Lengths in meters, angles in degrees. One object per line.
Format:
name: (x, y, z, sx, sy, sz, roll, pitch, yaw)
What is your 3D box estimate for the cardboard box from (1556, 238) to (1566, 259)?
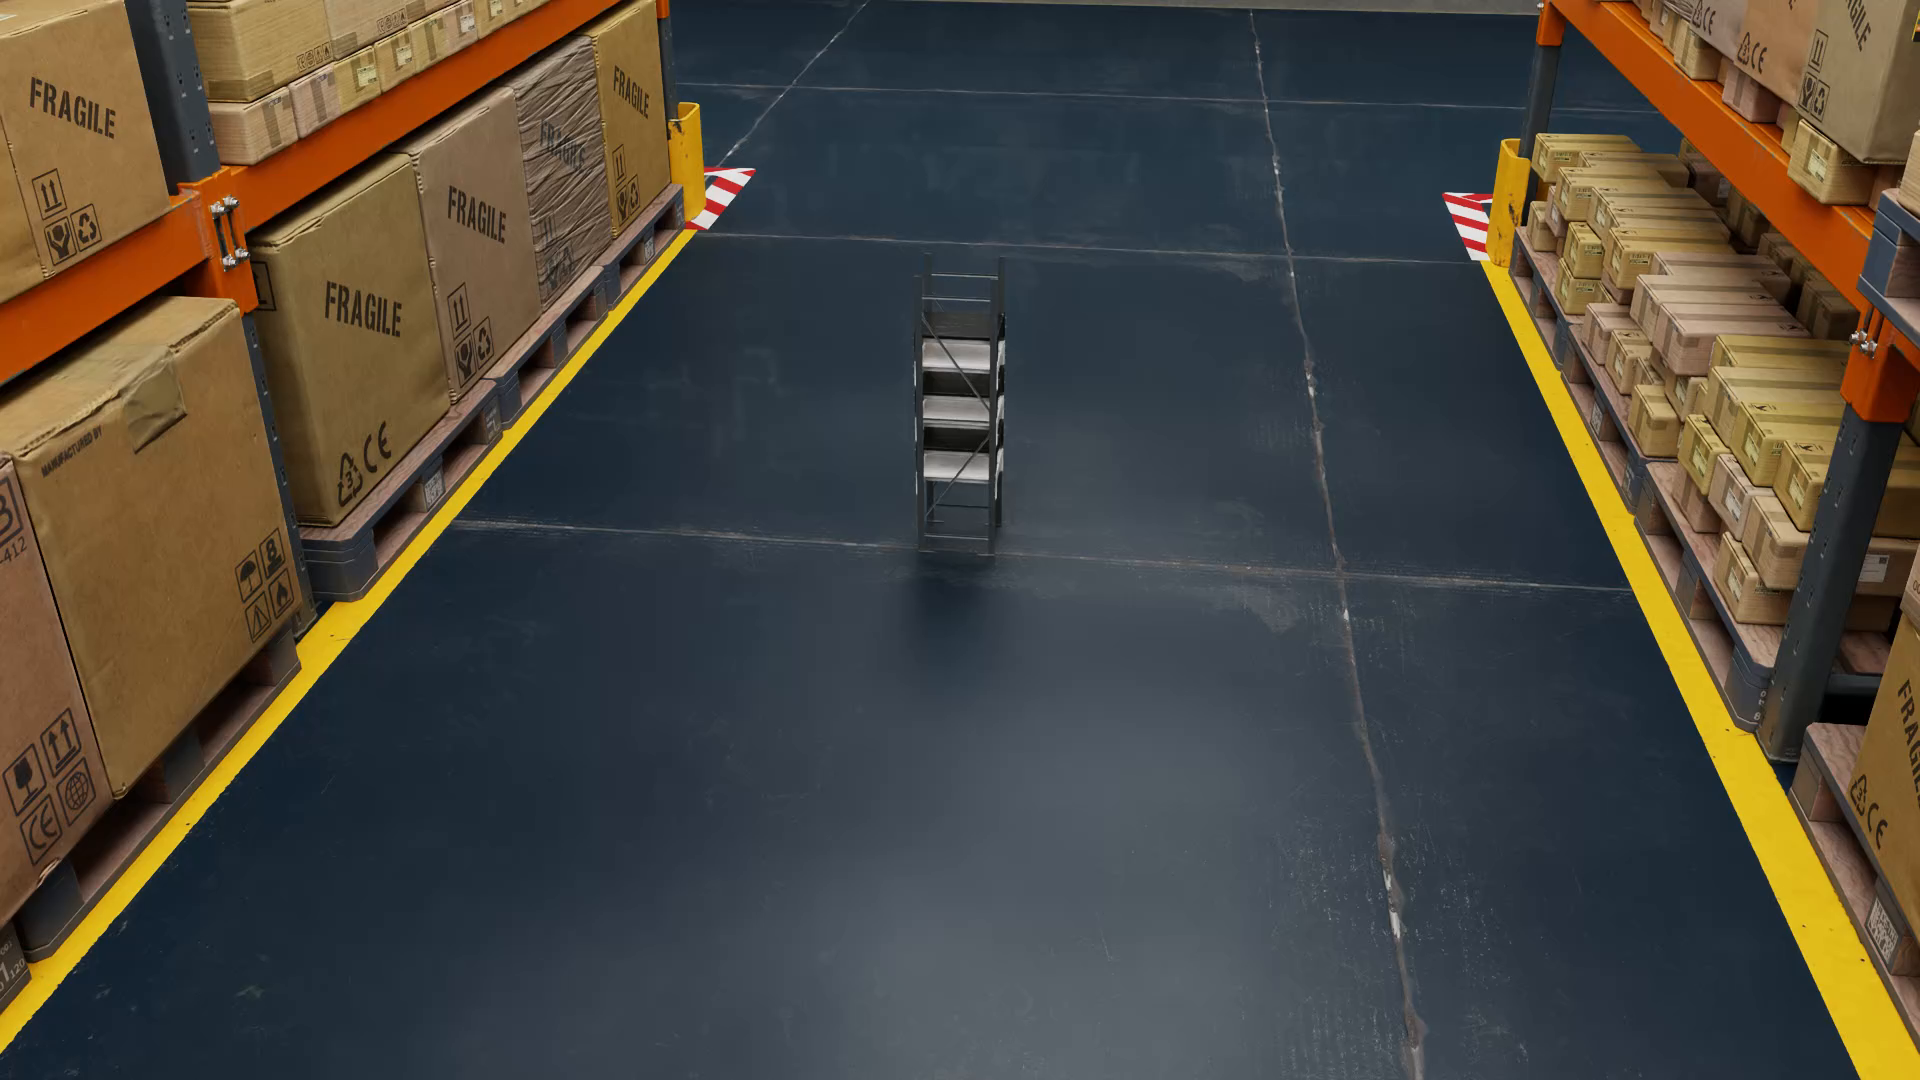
cardboard box: (2.703, -1.212, 6.901, 0.380, 0.149, 0.250, 3, 28, 6)

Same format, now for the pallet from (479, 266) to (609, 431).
pallet: (-2.047, -0.793, 6.499, 1.003, 0.211, 1.213, 3, 28, 6)

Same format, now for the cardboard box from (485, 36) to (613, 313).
cardboard box: (-1.985, -1.489, 6.650, 0.875, 0.875, 0.875, 3, 28, 6)

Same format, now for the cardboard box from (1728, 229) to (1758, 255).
cardboard box: (3.057, -1.069, 6.321, 0.380, 0.149, 0.250, 3, 28, 6)

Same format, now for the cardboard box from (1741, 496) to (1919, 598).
cardboard box: (2.269, 0.017, 4.305, 0.380, 0.149, 0.250, 4, 29, 7)

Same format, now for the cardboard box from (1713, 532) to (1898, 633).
cardboard box: (2.256, 0.110, 4.446, 0.380, 0.149, 0.250, 4, 29, 7)

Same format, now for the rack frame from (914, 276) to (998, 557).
rack frame: (-0.011, -0.352, 4.955, 0.240, 0.900, 0.006, 3, 28, 6)

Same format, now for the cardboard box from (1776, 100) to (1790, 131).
cardboard box: (2.464, -1.160, 4.506, 0.380, 0.149, 0.250, 3, 28, 5)

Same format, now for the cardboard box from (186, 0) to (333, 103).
cardboard box: (-2.047, -1.362, 4.460, 0.500, 0.250, 0.500, 3, 28, 5)

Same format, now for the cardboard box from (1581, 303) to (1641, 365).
cardboard box: (2.486, -0.743, 6.030, 0.380, 0.149, 0.250, 2, 28, 4)

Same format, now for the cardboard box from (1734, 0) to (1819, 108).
cardboard box: (2.389, -1.419, 4.302, 0.500, 0.500, 0.500, 3, 28, 5)

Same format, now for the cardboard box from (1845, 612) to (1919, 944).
cardboard box: (2.192, 0.492, 3.366, 0.500, 0.500, 0.500, 4, 29, 8)

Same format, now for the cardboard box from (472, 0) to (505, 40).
cardboard box: (-1.809, -1.835, 5.757, 0.380, 0.149, 0.250, 3, 28, 5)

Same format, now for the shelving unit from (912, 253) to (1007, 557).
shelving unit: (0.001, -0.400, 5.044, 0.258, 0.900, 0.210, 3, 28, 6)

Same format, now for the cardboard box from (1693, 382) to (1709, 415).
cardboard box: (2.433, -0.351, 4.988, 0.380, 0.149, 0.250, 4, 29, 7)

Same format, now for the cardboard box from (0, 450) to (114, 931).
cardboard box: (-2.532, 0.382, 3.175, 1.225, 0.875, 0.875, 2, 28, 4)

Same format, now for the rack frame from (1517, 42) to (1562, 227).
rack frame: (3.036, -2.638, 6.985, 1.000, 3.000, 0.127, 3, 28, 6)

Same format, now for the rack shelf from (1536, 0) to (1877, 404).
rack shelf: (2.791, -1.380, 5.408, 1.077, 0.370, 4.000, 3, 28, 6)

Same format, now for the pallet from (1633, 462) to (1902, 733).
pallet: (2.593, 0.154, 4.742, 1.003, 0.211, 1.213, 3, 28, 6)

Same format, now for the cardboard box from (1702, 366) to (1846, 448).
cardboard box: (2.346, -0.370, 4.710, 0.380, 0.149, 0.250, 3, 28, 6)

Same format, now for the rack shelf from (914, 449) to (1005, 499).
rack shelf: (0.001, -0.212, 5.145, 0.258, 0.077, 0.200, 3, 28, 6)

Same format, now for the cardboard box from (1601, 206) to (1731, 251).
cardboard box: (2.571, -1.104, 6.072, 0.380, 0.149, 0.250, 4, 29, 8)

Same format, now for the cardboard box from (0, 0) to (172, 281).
cardboard box: (-2.151, -0.899, 3.651, 0.500, 0.500, 0.500, 3, 29, 6)

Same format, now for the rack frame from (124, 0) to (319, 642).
rack frame: (-2.364, -1.091, 4.113, 1.000, 3.000, 0.127, 3, 28, 6)

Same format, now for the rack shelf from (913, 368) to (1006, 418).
rack shelf: (0.001, -0.450, 5.017, 0.258, 0.077, 0.200, 3, 28, 6)

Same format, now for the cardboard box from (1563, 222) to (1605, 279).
cardboard box: (2.546, -1.107, 6.392, 0.380, 0.149, 0.250, 4, 29, 8)

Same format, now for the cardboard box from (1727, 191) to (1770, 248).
cardboard box: (3.134, -1.204, 6.258, 0.380, 0.149, 0.250, 2, 28, 4)

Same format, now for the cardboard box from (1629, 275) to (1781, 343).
cardboard box: (2.418, -0.748, 5.412, 0.380, 0.149, 0.250, 2, 28, 4)

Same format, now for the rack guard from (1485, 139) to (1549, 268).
rack guard: (3.027, -1.502, 7.511, 1.175, 0.500, 0.348, 3, 28, 6)

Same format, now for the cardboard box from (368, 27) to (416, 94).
cardboard box: (-1.904, -1.472, 5.085, 0.380, 0.149, 0.250, 3, 28, 5)

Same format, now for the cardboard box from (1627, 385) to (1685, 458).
cardboard box: (2.382, -0.377, 5.350, 0.380, 0.149, 0.250, 3, 28, 6)

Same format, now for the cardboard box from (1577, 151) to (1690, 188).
cardboard box: (2.720, -1.466, 6.745, 0.380, 0.149, 0.250, 4, 29, 7)

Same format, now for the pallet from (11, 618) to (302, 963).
pallet: (-2.384, 0.504, 4.092, 1.003, 0.211, 1.213, 3, 28, 6)

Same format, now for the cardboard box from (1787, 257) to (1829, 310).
cardboard box: (3.010, -0.832, 5.567, 0.380, 0.149, 0.250, 3, 29, 6)

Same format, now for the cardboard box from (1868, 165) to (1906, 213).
cardboard box: (2.348, -0.793, 3.824, 0.380, 0.149, 0.250, 3, 28, 6)

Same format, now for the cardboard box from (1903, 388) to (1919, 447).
cardboard box: (2.868, -0.346, 4.665, 0.380, 0.149, 0.250, 3, 28, 5)

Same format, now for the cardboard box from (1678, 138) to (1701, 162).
cardboard box: (3.223, -1.566, 6.930, 0.380, 0.149, 0.250, 4, 29, 7)

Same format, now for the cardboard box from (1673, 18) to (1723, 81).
cardboard box: (2.469, -1.533, 5.198, 0.380, 0.149, 0.250, 4, 29, 7)

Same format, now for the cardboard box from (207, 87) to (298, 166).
cardboard box: (-1.998, -1.101, 4.395, 0.380, 0.149, 0.250, 3, 29, 6)

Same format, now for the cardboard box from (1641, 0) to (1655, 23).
cardboard box: (2.641, -1.892, 5.865, 0.380, 0.149, 0.250, 3, 28, 6)
